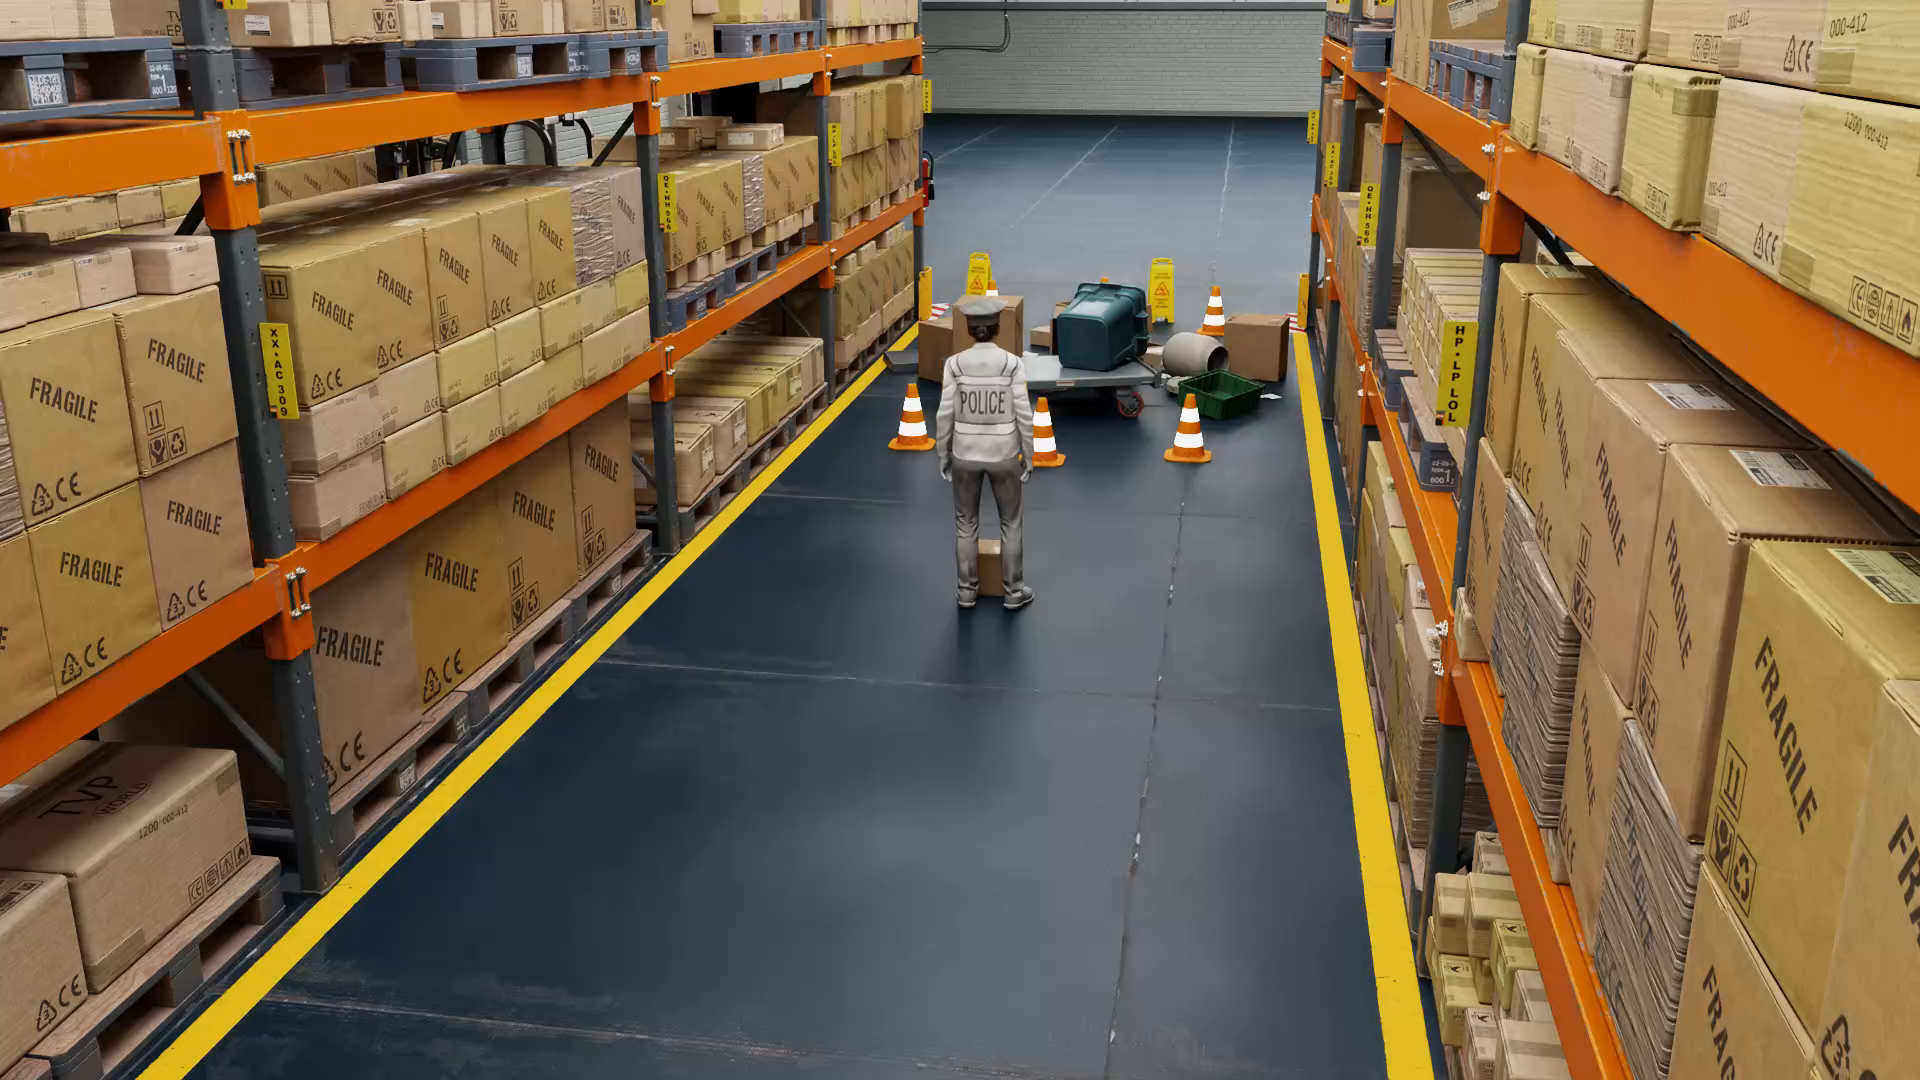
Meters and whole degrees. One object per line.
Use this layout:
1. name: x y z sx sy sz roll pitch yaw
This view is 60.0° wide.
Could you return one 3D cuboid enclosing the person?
1. person: 0.137 -0.441 8.908 0.530 1.661 0.376 2 18 6
